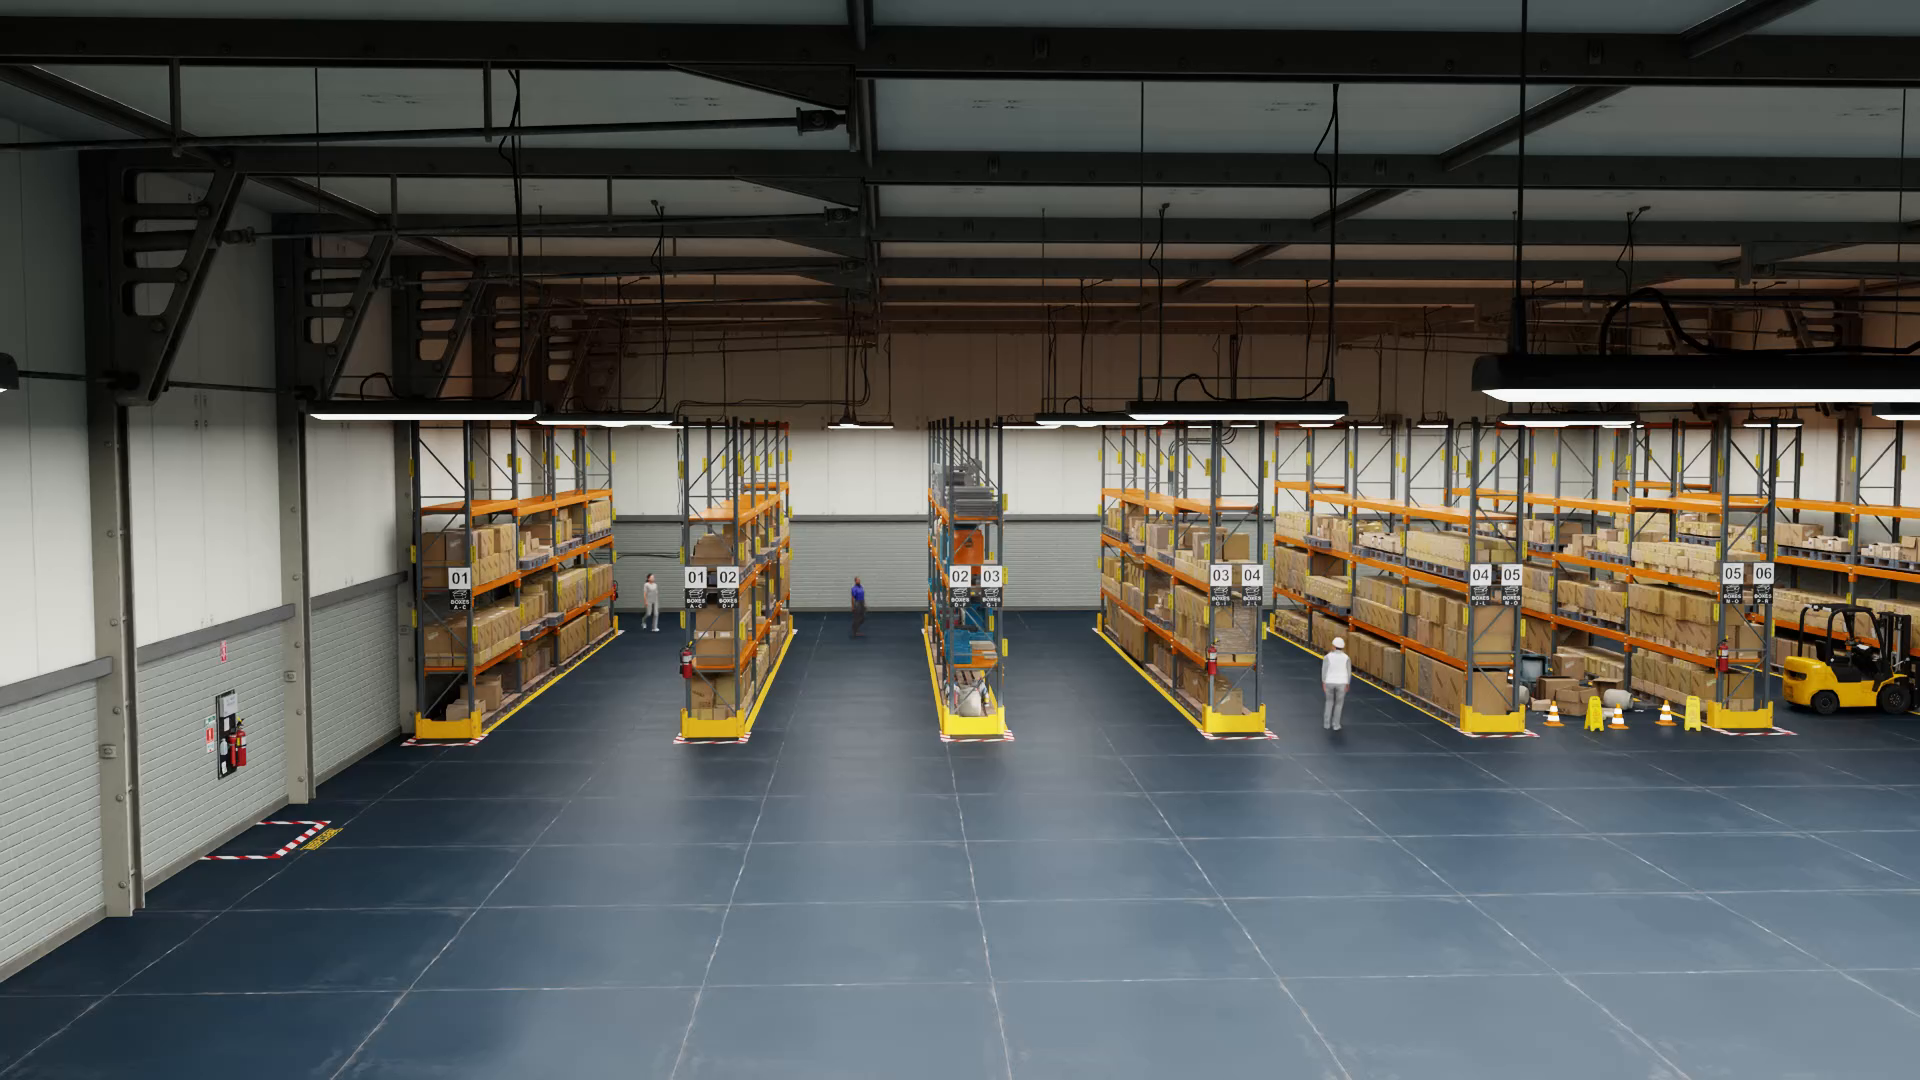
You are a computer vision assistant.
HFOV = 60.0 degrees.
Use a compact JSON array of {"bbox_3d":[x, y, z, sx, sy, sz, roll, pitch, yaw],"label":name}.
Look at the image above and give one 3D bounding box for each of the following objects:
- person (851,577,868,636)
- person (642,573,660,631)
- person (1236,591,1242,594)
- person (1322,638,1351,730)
[{"bbox_3d":[-2.864,1.856,46.664,0.489,1.663,0.463,2,4,25],"label":"person"},{"bbox_3d":[-8.853,1.779,47.546,0.466,1.661,0.550,-3,5,-37],"label":"person"},{"bbox_3d":[7.446,1.986,44.596,0.553,1.814,0.937,0,4,-2],"label":"person"},{"bbox_3d":[7.219,2.750,31.817,0.504,1.781,0.455,2,4,32],"label":"person"}]
